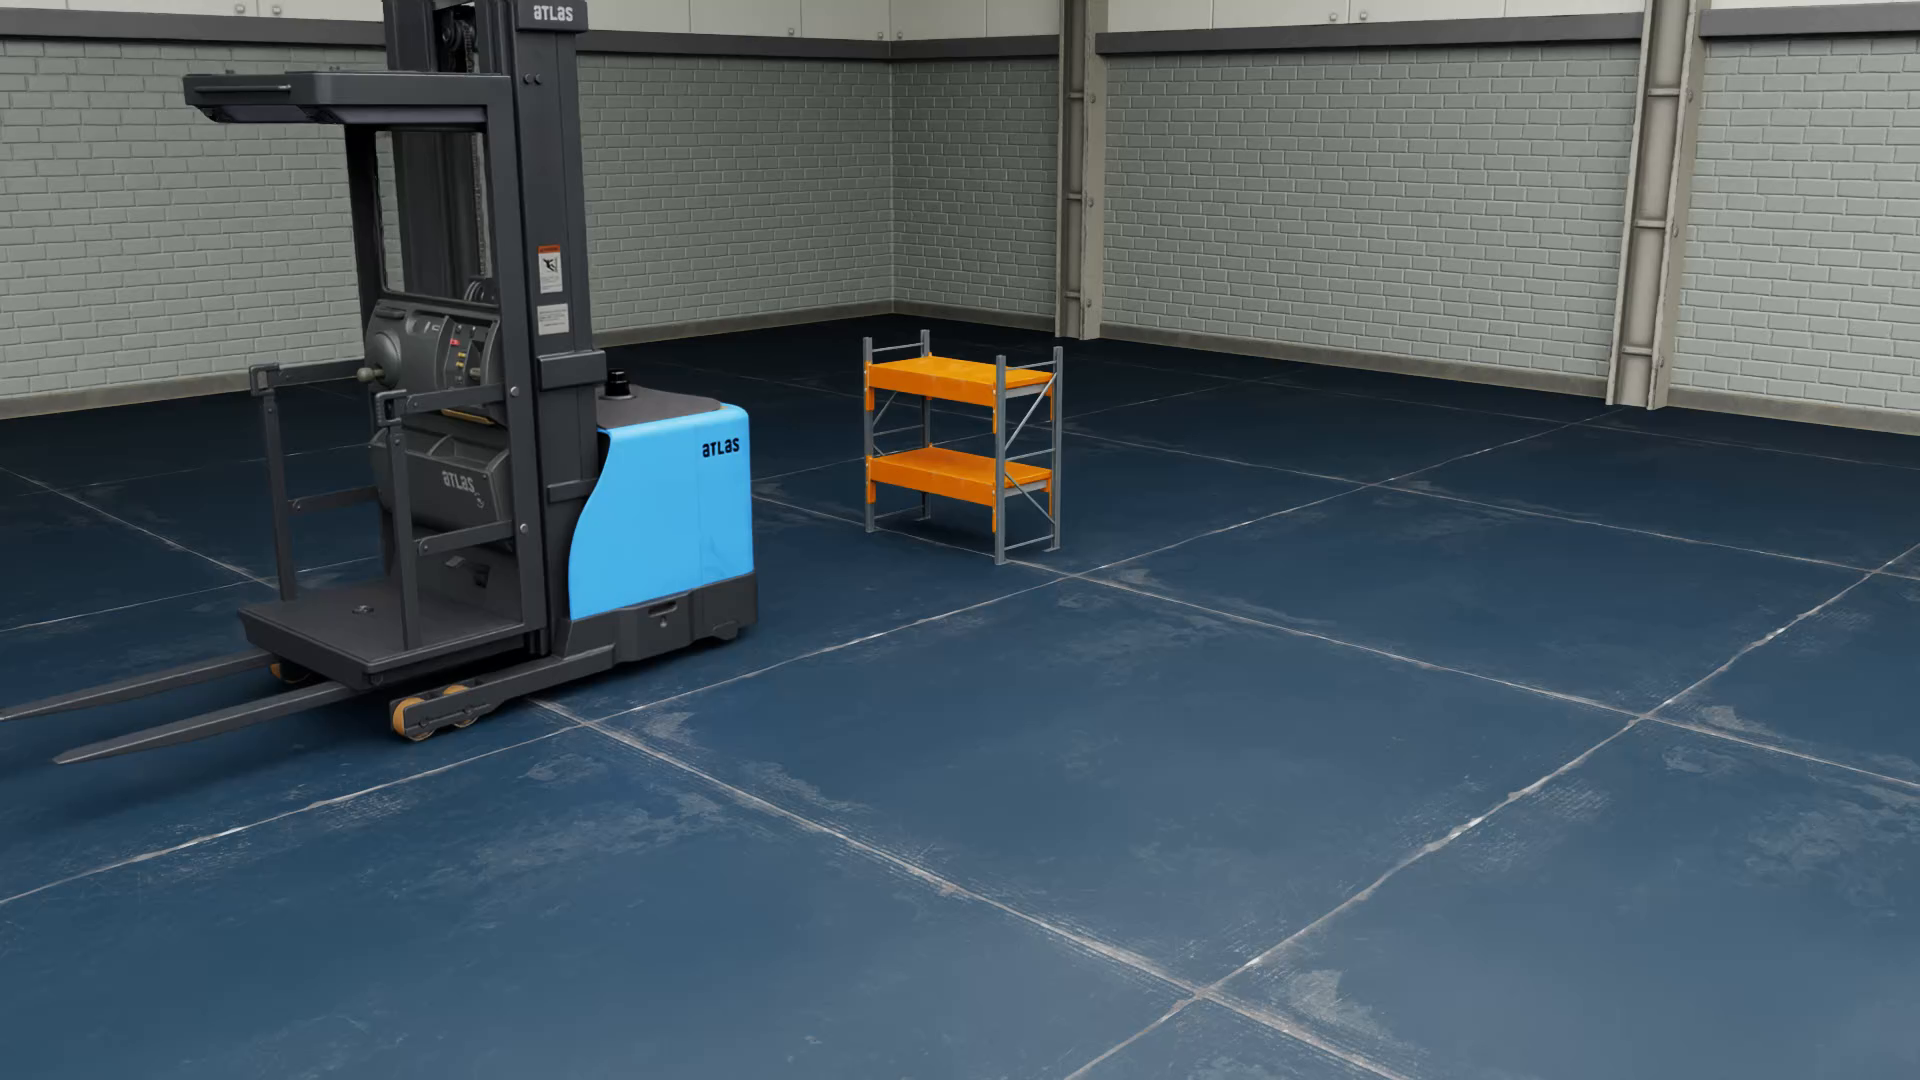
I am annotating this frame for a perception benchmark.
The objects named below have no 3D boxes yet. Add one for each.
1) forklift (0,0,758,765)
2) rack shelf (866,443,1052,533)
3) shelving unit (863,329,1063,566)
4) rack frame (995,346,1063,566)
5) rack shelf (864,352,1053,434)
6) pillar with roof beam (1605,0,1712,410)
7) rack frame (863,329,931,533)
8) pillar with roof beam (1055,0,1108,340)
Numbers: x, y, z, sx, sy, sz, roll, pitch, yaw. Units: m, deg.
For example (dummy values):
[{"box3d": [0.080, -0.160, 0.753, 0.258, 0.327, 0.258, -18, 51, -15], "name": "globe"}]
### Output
[{"box3d": [-2.295, -0.784, 6.627, 1.130, 2.935, 3.031, 13, 19, 40], "name": "forklift"}, {"box3d": [0.005, -0.307, 9.347, 1.000, 0.278, 0.538, 14, 20, 42], "name": "rack shelf"}, {"box3d": [0.005, -0.543, 9.286, 1.048, 1.125, 0.538, 14, 20, 42], "name": "shelving unit"}, {"box3d": [0.371, -0.454, 8.944, 0.032, 1.125, 0.500, 14, 20, 42], "name": "rack frame"}, {"box3d": [0.005, -0.826, 9.212, 1.000, 0.278, 0.538, 14, 20, 42], "name": "rack shelf"}, {"box3d": [2.591, -4.689, 9.581, 0.400, 9.000, 9.100, 14, 20, 42], "name": "pillar with roof beam"}, {"box3d": [-0.361, -0.632, 9.627, 0.032, 1.125, 0.500, 14, 20, 42], "name": "rack frame"}, {"box3d": [-1.728, -5.739, 13.611, 0.400, 9.000, 9.100, 14, 20, 42], "name": "pillar with roof beam"}]
